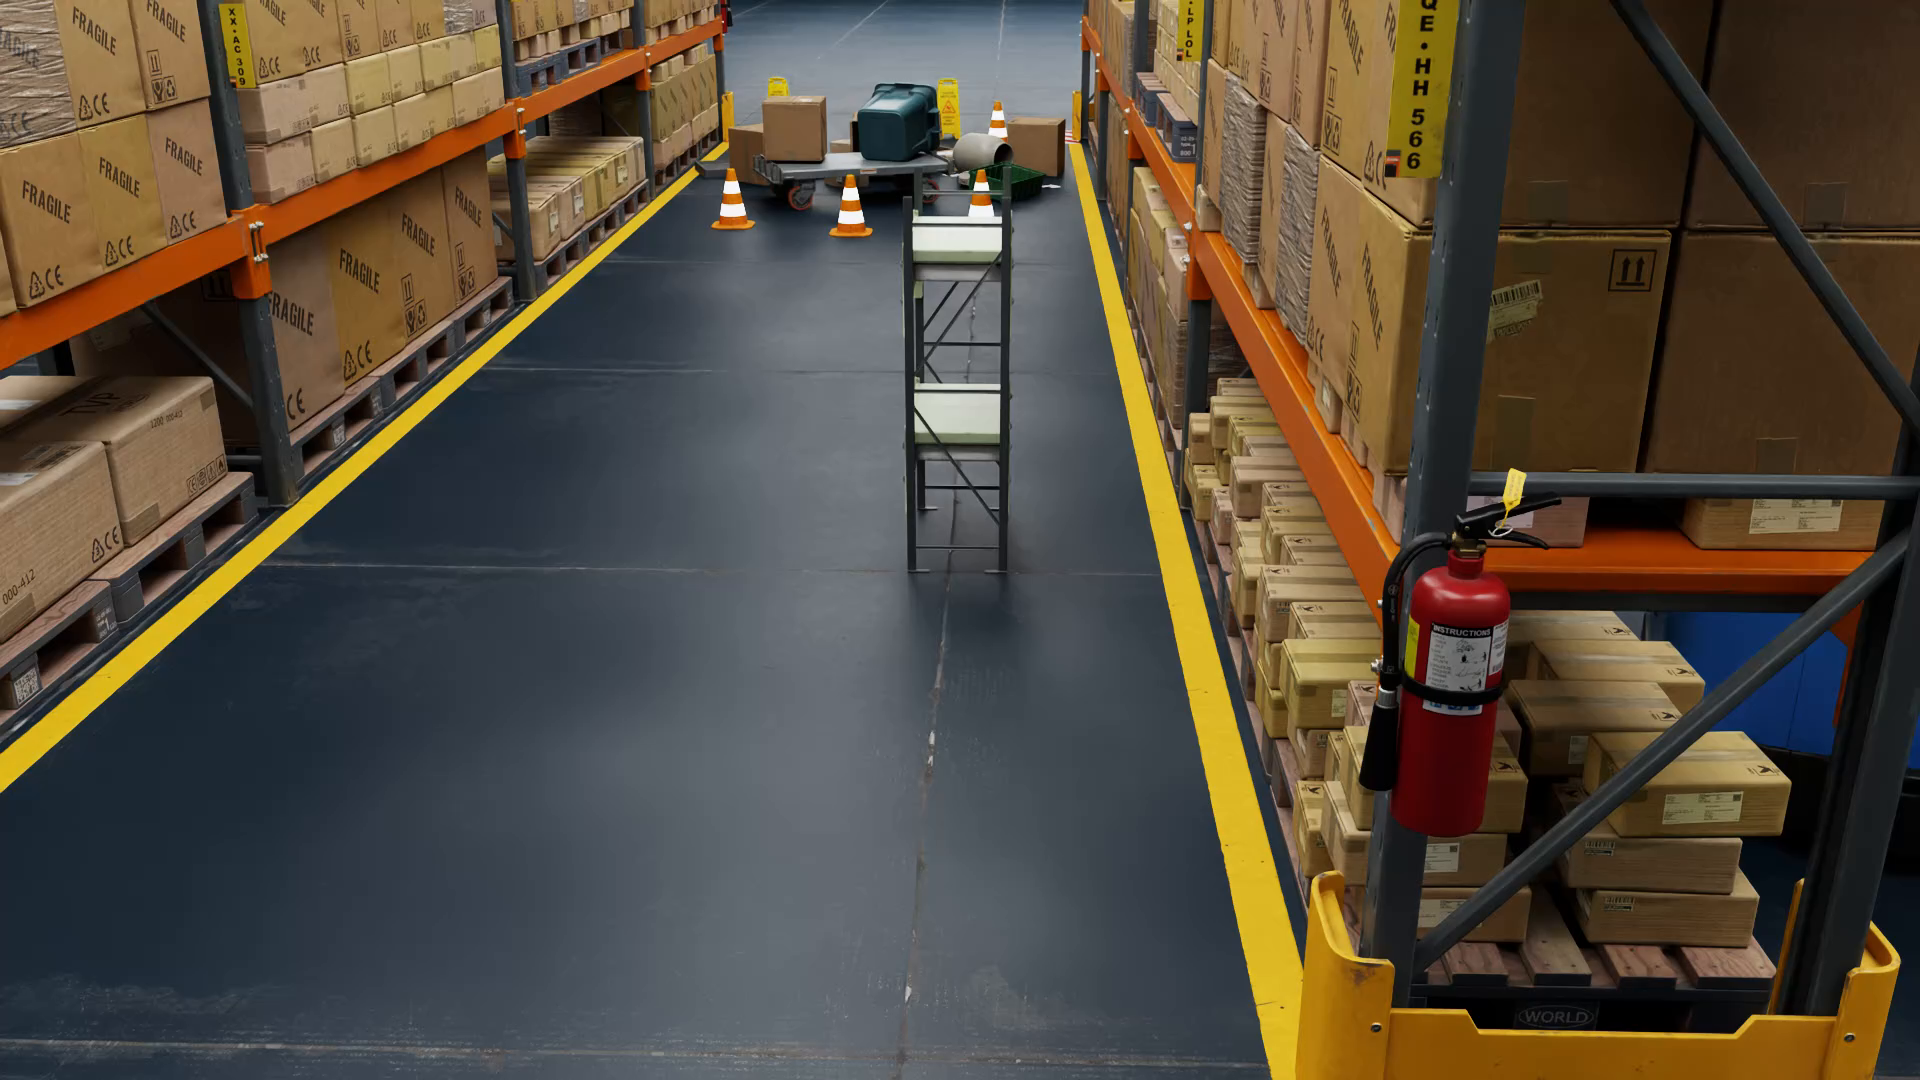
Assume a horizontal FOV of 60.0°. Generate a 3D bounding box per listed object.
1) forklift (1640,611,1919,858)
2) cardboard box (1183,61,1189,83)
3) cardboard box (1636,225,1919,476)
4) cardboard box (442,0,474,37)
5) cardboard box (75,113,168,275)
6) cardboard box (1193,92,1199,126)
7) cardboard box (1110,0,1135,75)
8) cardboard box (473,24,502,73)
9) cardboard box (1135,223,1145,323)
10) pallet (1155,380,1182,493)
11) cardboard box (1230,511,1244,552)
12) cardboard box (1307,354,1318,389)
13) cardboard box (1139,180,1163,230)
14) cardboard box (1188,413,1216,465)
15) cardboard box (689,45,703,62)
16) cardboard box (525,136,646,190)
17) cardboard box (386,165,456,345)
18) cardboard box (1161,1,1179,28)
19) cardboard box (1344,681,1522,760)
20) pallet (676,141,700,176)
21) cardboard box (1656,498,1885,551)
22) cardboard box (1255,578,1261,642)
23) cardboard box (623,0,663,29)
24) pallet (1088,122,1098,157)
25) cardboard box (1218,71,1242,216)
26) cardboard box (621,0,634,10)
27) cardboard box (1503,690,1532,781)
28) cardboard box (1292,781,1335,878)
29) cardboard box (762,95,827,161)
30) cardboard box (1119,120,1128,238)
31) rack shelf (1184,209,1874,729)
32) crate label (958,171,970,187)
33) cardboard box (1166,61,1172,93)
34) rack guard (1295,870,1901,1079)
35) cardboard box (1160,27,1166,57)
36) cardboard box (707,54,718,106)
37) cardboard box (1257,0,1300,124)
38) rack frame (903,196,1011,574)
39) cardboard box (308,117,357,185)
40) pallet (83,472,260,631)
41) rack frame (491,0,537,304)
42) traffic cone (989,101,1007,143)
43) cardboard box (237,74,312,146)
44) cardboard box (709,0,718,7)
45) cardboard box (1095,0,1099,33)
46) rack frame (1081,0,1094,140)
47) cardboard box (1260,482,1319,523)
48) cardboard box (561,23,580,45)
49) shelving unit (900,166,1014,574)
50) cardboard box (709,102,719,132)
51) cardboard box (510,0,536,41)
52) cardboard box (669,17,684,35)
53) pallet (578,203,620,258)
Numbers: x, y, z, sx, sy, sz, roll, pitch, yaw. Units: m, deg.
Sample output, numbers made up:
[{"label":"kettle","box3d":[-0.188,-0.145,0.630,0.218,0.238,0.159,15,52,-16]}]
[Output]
[{"label":"forklift","box3d":[3.566,-0.513,4.300,3.031,2.935,1.130,8,23,20]},{"label":"cardboard box","box3d":[1.329,-2.381,8.373,0.380,0.149,0.250,1,21,2]},{"label":"cardboard box","box3d":[1.646,-0.439,3.464,0.500,0.500,0.500,2,21,4]},{"label":"cardboard box","box3d":[-3.113,-3.142,9.460,0.500,0.500,0.500,1,21,3]},{"label":"cardboard box","box3d":[-3.241,-1.249,5.962,0.500,0.500,0.500,0,21,0]},{"label":"cardboard box","box3d":[1.317,-2.040,7.906,0.380,0.149,0.250,0,21,-1]},{"label":"cardboard box","box3d":[1.389,-3.746,12.398,0.500,0.500,0.500,1,21,2]},{"label":"cardboard box","box3d":[-3.112,-2.990,10.104,0.500,0.250,0.500,1,21,1]},{"label":"cardboard box","box3d":[1.312,-1.583,9.836,0.500,0.500,0.500,1,21,2]},{"label":"pallet","box3d":[1.501,-0.522,8.083,1.003,0.211,1.213,1,21,2]},{"label":"cardboard box","box3d":[1.225,0.000,6.243,0.380,0.149,0.250,0,21,1]},{"label":"cardboard box","box3d":[1.144,-0.466,4.431,0.380,0.149,0.250,0,21,-1]},{"label":"cardboard box","box3d":[1.322,-1.937,9.712,0.500,0.250,0.500,0,21,1]},{"label":"cardboard box","box3d":[1.147,-0.418,6.910,0.380,0.149,0.250,2,21,4]},{"label":"cardboard box","box3d":[-2.826,-4.946,16.917,0.380,0.149,0.250,1,21,3]},{"label":"cardboard box","box3d":[-3.243,-3.232,14.264,0.950,0.372,0.625,1,21,2]},{"label":"cardboard box","box3d":[-3.486,-1.639,9.462,0.875,0.875,0.875,1,21,2]},{"label":"cardboard box","box3d":[1.387,-3.081,9.766,0.380,0.149,0.250,0,21,0]},{"label":"cardboard box","box3d":[1.184,0.477,4.190,0.380,0.149,0.250,1,21,3]},{"label":"pallet","box3d":[-3.210,-3.837,16.625,1.003,0.211,1.213,1,21,2]},{"label":"cardboard box","box3d":[1.694,-0.091,3.463,0.380,0.149,0.250,0,21,1]},{"label":"cardboard box","box3d":[1.131,0.239,5.217,0.380,0.149,0.250,2,21,4]},{"label":"cardboard box","box3d":[-2.937,-4.792,14.684,0.500,0.500,0.500,1,21,1]},{"label":"pallet","box3d":[1.897,-4.289,17.792,1.003,0.211,1.213,1,21,2]},{"label":"cardboard box","box3d":[1.203,-1.371,5.865,0.500,0.500,0.500,1,21,2]},{"label":"cardboard box","box3d":[-3.014,-4.663,13.769,0.500,0.500,0.500,0,21,1]},{"label":"cardboard box","box3d":[1.613,0.526,4.476,0.380,0.149,0.250,1,21,2]},{"label":"cardboard box","box3d":[1.071,0.752,4.304,0.380,0.149,0.250,1,21,3]},{"label":"cardboard box","box3d":[-1.449,-3.630,14.646,0.500,0.500,0.500,1,21,2]},{"label":"cardboard box","box3d":[1.732,-2.669,12.291,1.050,0.750,0.750,1,21,2]},{"label":"rack shelf","box3d":[1.417,-0.482,5.119,1.077,0.370,4.000,1,21,2]},{"label":"crate label","box3d":[0.140,-3.358,15.494,0.298,0.136,0.250,-16,26,-35]},{"label":"cardboard box","box3d":[1.362,-2.614,9.385,0.380,0.149,0.250,2,21,4]},{"label":"rack guard","box3d":[1.359,1.044,3.648,1.175,0.500,0.348,1,21,2]},{"label":"cardboard box","box3d":[1.378,-2.934,9.798,0.380,0.149,0.250,2,21,4]},{"label":"cardboard box","box3d":[-2.871,-4.868,17.613,0.500,0.500,0.500,1,21,2]},{"label":"cardboard box","box3d":[1.157,-1.477,4.756,0.500,0.500,0.500,0,21,0]},{"label":"rack frame","box3d":[-0.011,-0.569,6.423,0.400,1.500,0.023,1,21,2]},{"label":"cardboard box","box3d":[-3.181,-1.832,7.811,0.500,0.250,0.500,0,21,0]},{"label":"pallet","box3d":[-3.574,0.016,6.697,1.003,0.211,1.213,1,21,2]},{"label":"rack frame","box3d":[-3.351,-3.005,10.626,1.000,3.000,0.127,1,21,2]},{"label":"traffic cone","box3d":[0.408,-4.520,18.039,0.336,0.463,0.334,1,21,2]},{"label":"cardboard box","box3d":[-3.177,-1.878,7.238,0.500,0.250,0.500,0,21,0]},{"label":"cardboard box","box3d":[-2.849,-5.883,17.496,0.500,0.500,0.500,0,21,1]},{"label":"cardboard box","box3d":[1.765,-5.222,16.134,0.875,0.550,0.500,1,21,2]},{"label":"rack frame","box3d":[1.843,-5.879,18.035,1.000,3.000,0.127,1,21,2]},{"label":"cardboard box","box3d":[1.234,-0.086,5.643,0.380,0.149,0.250,0,21,-1]},{"label":"cardboard box","box3d":[-3.058,-3.783,12.398,0.380,0.149,0.250,1,21,3]},{"label":"shelving unit","box3d":[0.000,-0.702,6.764,0.431,1.500,0.755,1,21,2]},{"label":"cardboard box","box3d":[-2.864,-4.507,17.719,0.500,0.250,0.500,1,21,1]},{"label":"cardboard box","box3d":[-3.106,-3.546,10.891,0.500,0.500,0.500,0,21,0]},{"label":"cardboard box","box3d":[-2.851,-4.907,15.875,0.380,0.149,0.250,1,21,2]},{"label":"pallet","box3d":[-3.286,-2.427,12.993,1.003,0.211,1.213,1,21,2]}]
